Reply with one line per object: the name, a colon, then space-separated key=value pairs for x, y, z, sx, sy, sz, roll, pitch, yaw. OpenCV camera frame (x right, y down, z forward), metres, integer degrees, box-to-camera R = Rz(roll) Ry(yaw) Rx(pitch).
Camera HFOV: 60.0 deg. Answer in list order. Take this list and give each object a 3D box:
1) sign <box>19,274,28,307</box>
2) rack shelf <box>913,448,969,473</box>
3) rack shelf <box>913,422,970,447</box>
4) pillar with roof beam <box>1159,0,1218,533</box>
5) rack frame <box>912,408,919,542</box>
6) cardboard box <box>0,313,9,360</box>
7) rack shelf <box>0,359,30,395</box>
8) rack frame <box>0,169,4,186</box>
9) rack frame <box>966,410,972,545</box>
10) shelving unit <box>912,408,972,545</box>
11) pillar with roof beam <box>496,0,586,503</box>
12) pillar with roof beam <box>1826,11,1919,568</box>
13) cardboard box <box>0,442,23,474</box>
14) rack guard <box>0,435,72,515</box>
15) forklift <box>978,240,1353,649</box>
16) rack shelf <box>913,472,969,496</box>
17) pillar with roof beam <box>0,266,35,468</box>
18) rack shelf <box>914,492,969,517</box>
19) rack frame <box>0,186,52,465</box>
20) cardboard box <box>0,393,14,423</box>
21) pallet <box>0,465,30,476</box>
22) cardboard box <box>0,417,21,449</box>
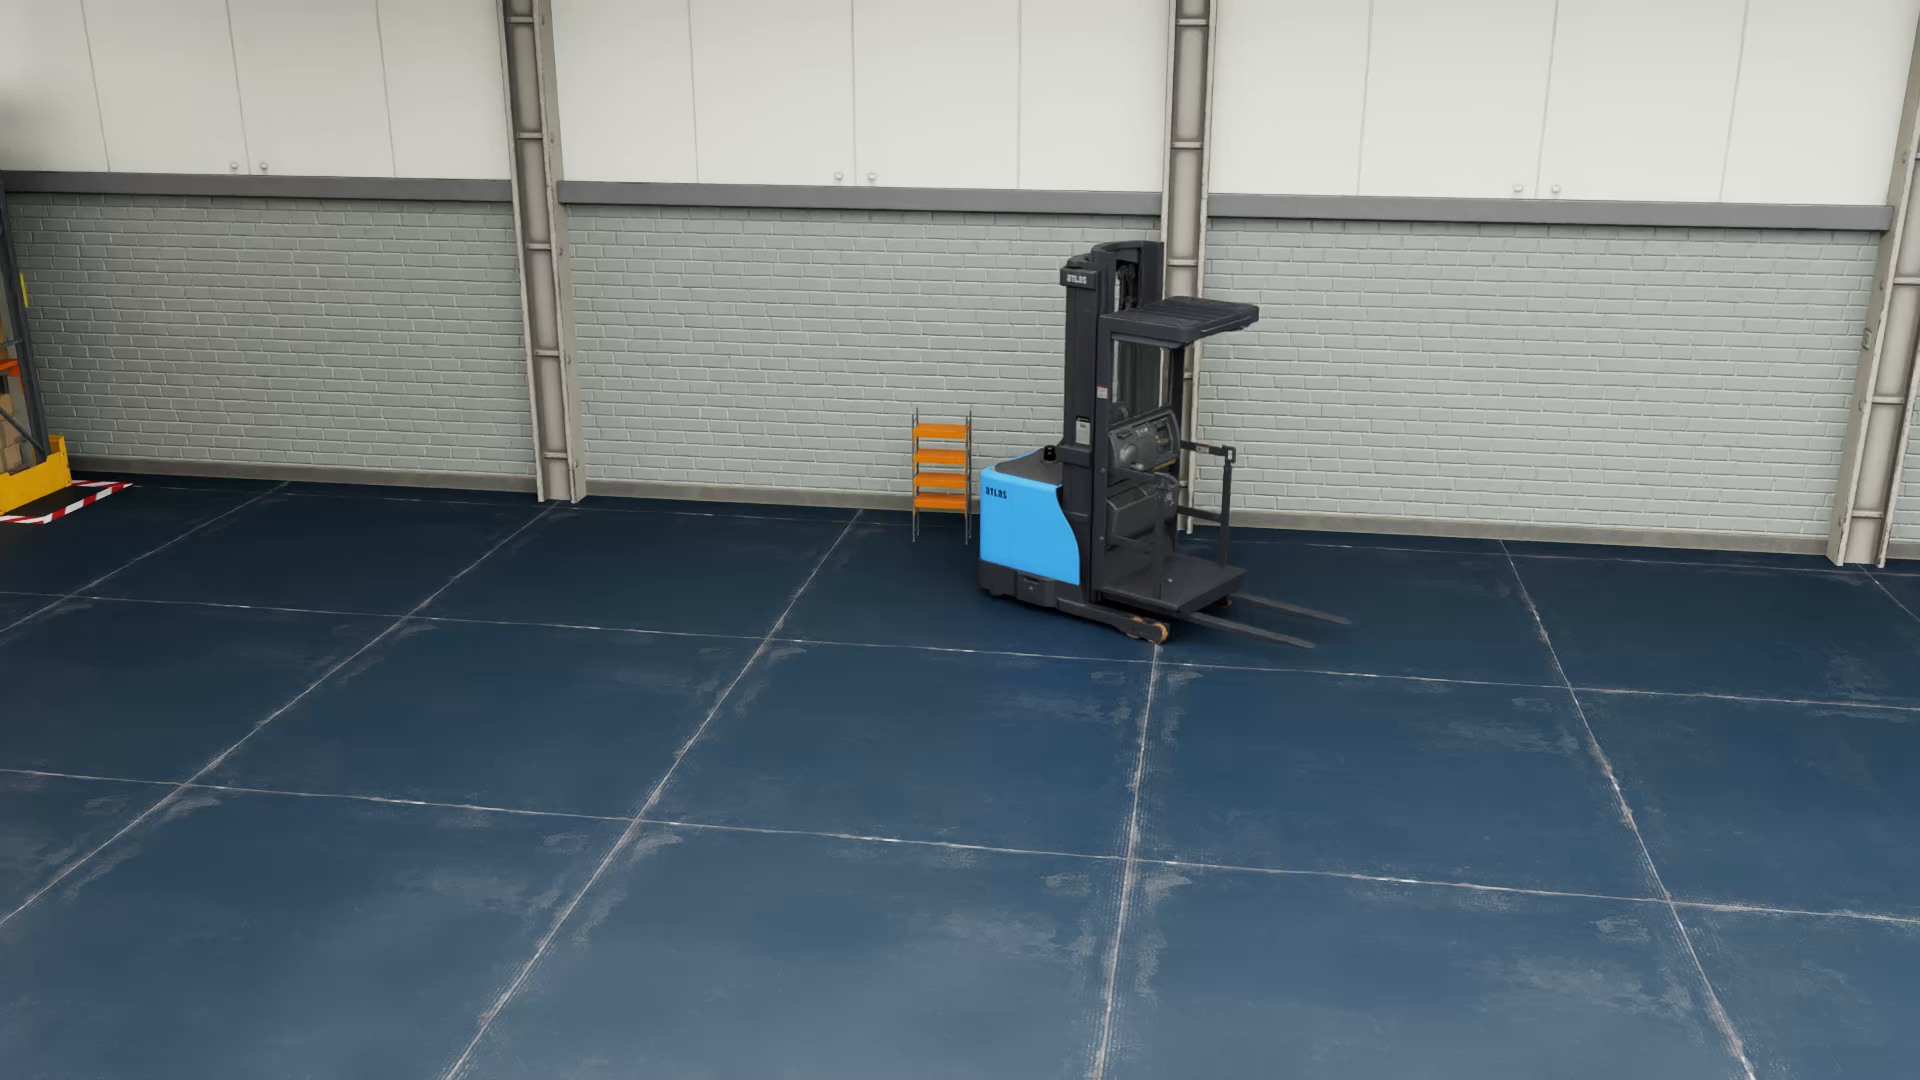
sign: x=-9.227 y=-2.449 z=16.353 sx=0.005 sy=0.325 sz=0.100 roll=3 pitch=19 yaw=9
rack shelf: x=-0.163 y=-0.726 z=15.035 sx=0.480 sy=0.148 sz=0.258 roll=3 pitch=19 yaw=9
rack shelf: x=-0.163 y=-0.950 z=14.960 sx=0.480 sy=0.148 sz=0.258 roll=3 pitch=19 yaw=9
pillar with roof beam: x=1.300 y=-3.037 z=10.145 sx=0.400 sy=9.000 sz=9.100 roll=3 pitch=19 yaw=9
rack frame: x=-0.404 y=-0.590 z=15.121 sx=0.015 sy=1.200 sz=0.240 roll=3 pitch=19 yaw=9
cardboard box: x=-9.766 y=-1.987 z=16.303 sx=0.500 sy=0.500 sz=0.500 roll=4 pitch=19 yaw=10
rack shelf: x=-11.296 y=-1.587 z=16.399 sx=4.000 sy=0.370 sz=1.077 roll=3 pitch=19 yaw=9
rack frame: x=-9.321 y=-4.672 z=15.033 sx=0.127 sy=3.000 sz=1.000 roll=3 pitch=19 yaw=9
rack frame: x=0.077 y=-0.565 z=15.048 sx=0.015 sy=1.200 sz=0.240 roll=3 pitch=19 yaw=9
shelving unit: x=-0.163 y=-0.577 z=15.084 sx=0.503 sy=1.200 sz=0.258 roll=3 pitch=19 yaw=9
pillar with roof beam: x=-4.625 y=-3.339 z=11.048 sx=0.400 sy=9.000 sz=9.100 roll=3 pitch=19 yaw=9
pillar with roof beam: x=7.224 y=-2.735 z=9.243 sx=0.400 sy=9.000 sz=9.100 roll=3 pitch=19 yaw=9
cardboard box: x=-9.775 y=-0.809 z=16.611 sx=0.500 sy=0.250 sz=0.500 roll=3 pitch=19 yaw=9
rack guard: x=-9.298 y=-0.641 z=16.377 sx=0.348 sy=0.500 sz=1.175 roll=3 pitch=19 yaw=9
forklift: x=1.614 y=-0.772 z=12.939 sx=3.031 sy=2.935 sz=1.130 roll=14 pitch=23 yaw=37
rack shelf: x=-0.163 y=-0.514 z=15.106 sx=0.480 sy=0.148 sz=0.258 roll=3 pitch=19 yaw=9
pillar with roof beam: x=-10.549 y=-3.641 z=11.950 sx=0.400 sy=9.000 sz=9.100 roll=3 pitch=19 yaw=9
rack shelf: x=-0.163 y=-0.325 z=15.169 sx=0.480 sy=0.148 sz=0.258 roll=3 pitch=19 yaw=9
rack frame: x=-9.321 y=-1.827 z=15.984 sx=0.127 sy=3.000 sz=1.000 roll=3 pitch=19 yaw=9
cardboard box: x=-9.766 y=-1.280 z=16.445 sx=0.500 sy=0.250 sz=0.500 roll=3 pitch=19 yaw=8
pallet: x=-10.083 y=-0.531 z=16.503 sx=1.213 sy=0.211 sz=1.003 roll=3 pitch=19 yaw=9
cardboard box: x=-9.753 y=-1.048 z=16.540 sx=0.500 sy=0.250 sz=0.500 roll=3 pitch=19 yaw=10
